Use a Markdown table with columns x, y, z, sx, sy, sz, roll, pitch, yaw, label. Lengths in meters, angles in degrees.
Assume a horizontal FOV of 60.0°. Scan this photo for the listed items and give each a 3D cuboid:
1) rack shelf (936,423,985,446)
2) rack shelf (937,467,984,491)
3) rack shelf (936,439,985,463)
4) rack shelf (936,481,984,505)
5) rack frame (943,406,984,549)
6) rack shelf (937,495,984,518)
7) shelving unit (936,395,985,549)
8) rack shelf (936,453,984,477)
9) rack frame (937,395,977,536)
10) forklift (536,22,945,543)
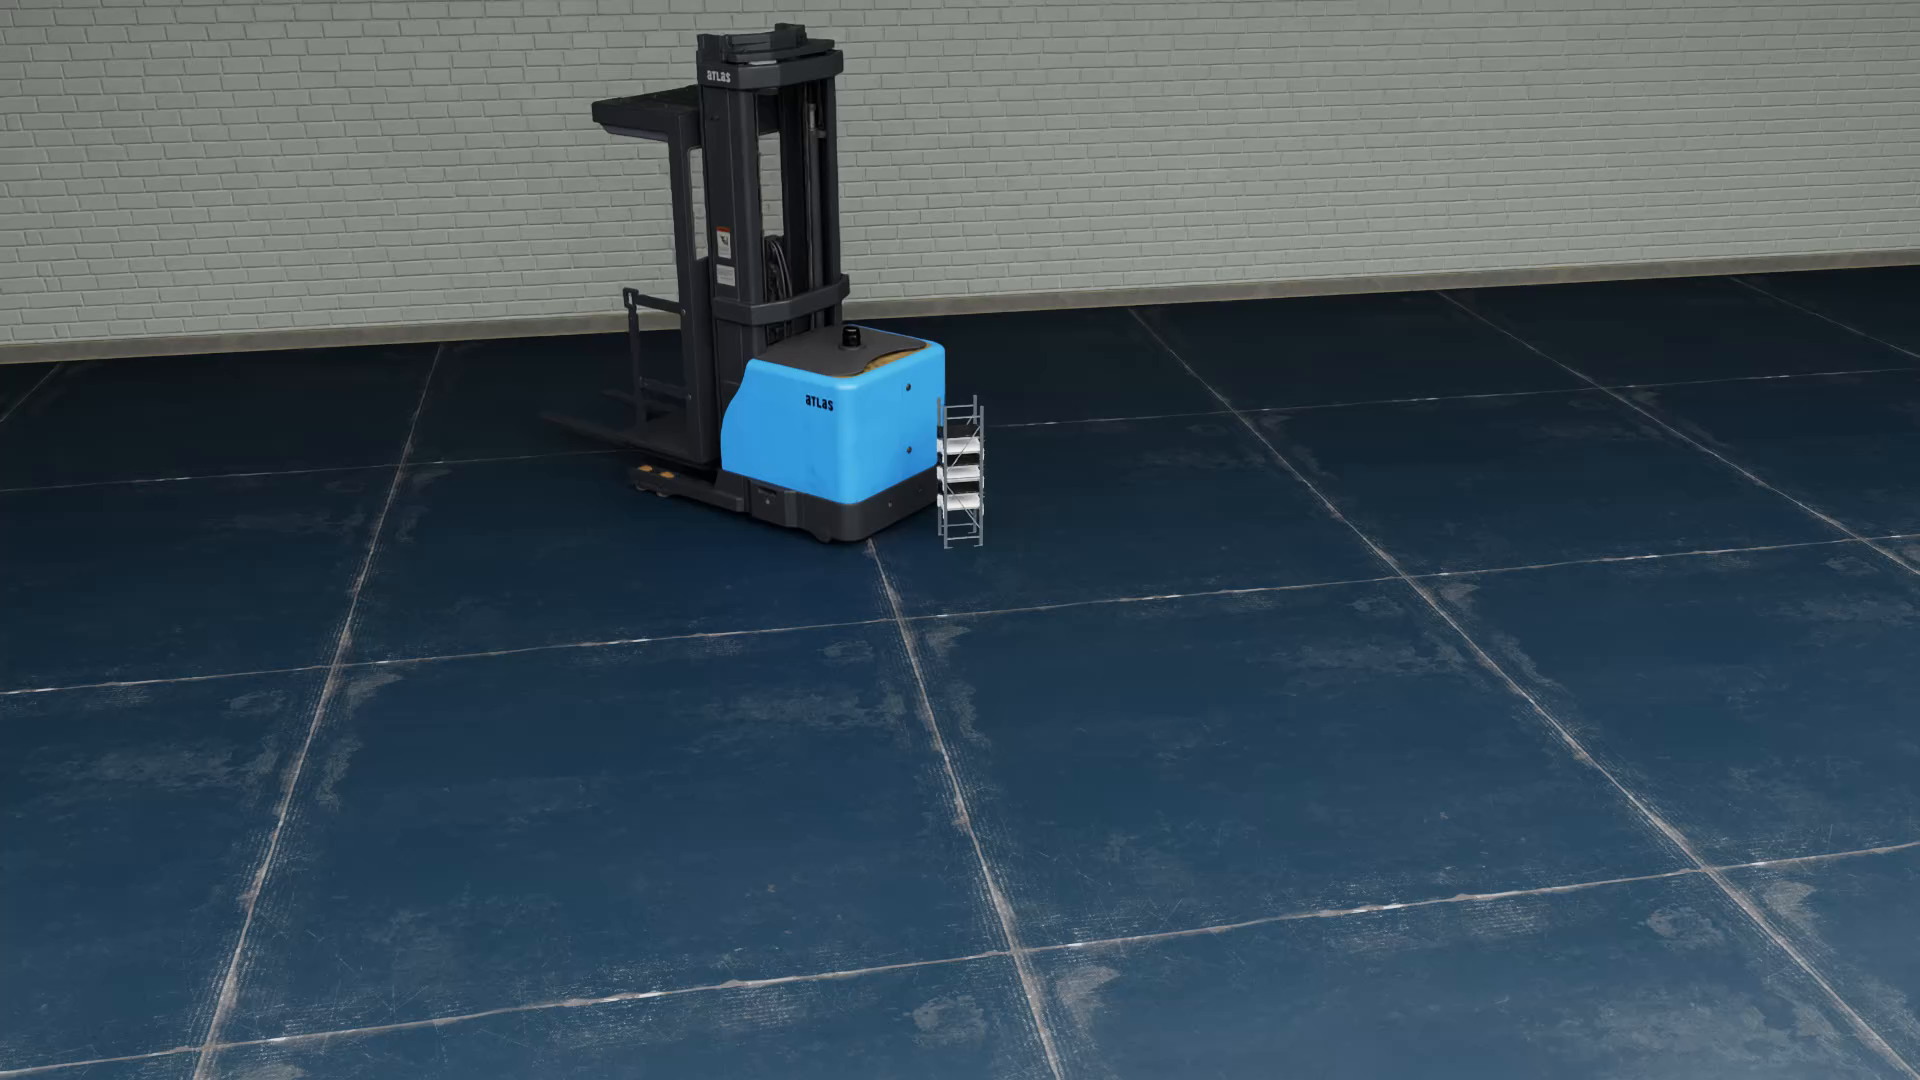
| x | y | z | sx | sy | sz | roll | pitch | yaw | label |
| --- | --- | --- | --- | --- | --- | --- | --- | --- | --- |
| 0.001 | -0.626 | 9.968 | 0.258 | 0.077 | 0.200 | -4 | 24 | -10 | rack shelf |
| 0.001 | -0.379 | 10.076 | 0.258 | 0.077 | 0.200 | -4 | 24 | -10 | rack shelf |
| 0.001 | -0.544 | 10.004 | 0.258 | 0.077 | 0.200 | -4 | 24 | -10 | rack shelf |
| 0.001 | -0.296 | 10.112 | 0.258 | 0.077 | 0.200 | -4 | 24 | -10 | rack shelf |
| 0.020 | -0.369 | 9.971 | 0.240 | 0.900 | 0.006 | -4 | 24 | -10 | rack frame |
| 0.001 | -0.214 | 10.148 | 0.258 | 0.077 | 0.200 | -4 | 24 | -10 | rack shelf |
| 0.001 | -0.409 | 10.063 | 0.258 | 0.900 | 0.210 | -4 | 24 | -10 | shelving unit |
| 0.001 | -0.461 | 10.040 | 0.258 | 0.077 | 0.200 | -4 | 24 | -10 | rack shelf |
| -0.017 | -0.449 | 10.154 | 0.240 | 0.900 | 0.006 | -4 | 24 | -10 | rack frame |
| -1.569 | -1.776 | 10.655 | 3.031 | 2.935 | 1.130 | 16 | 28 | 32 | forklift |
